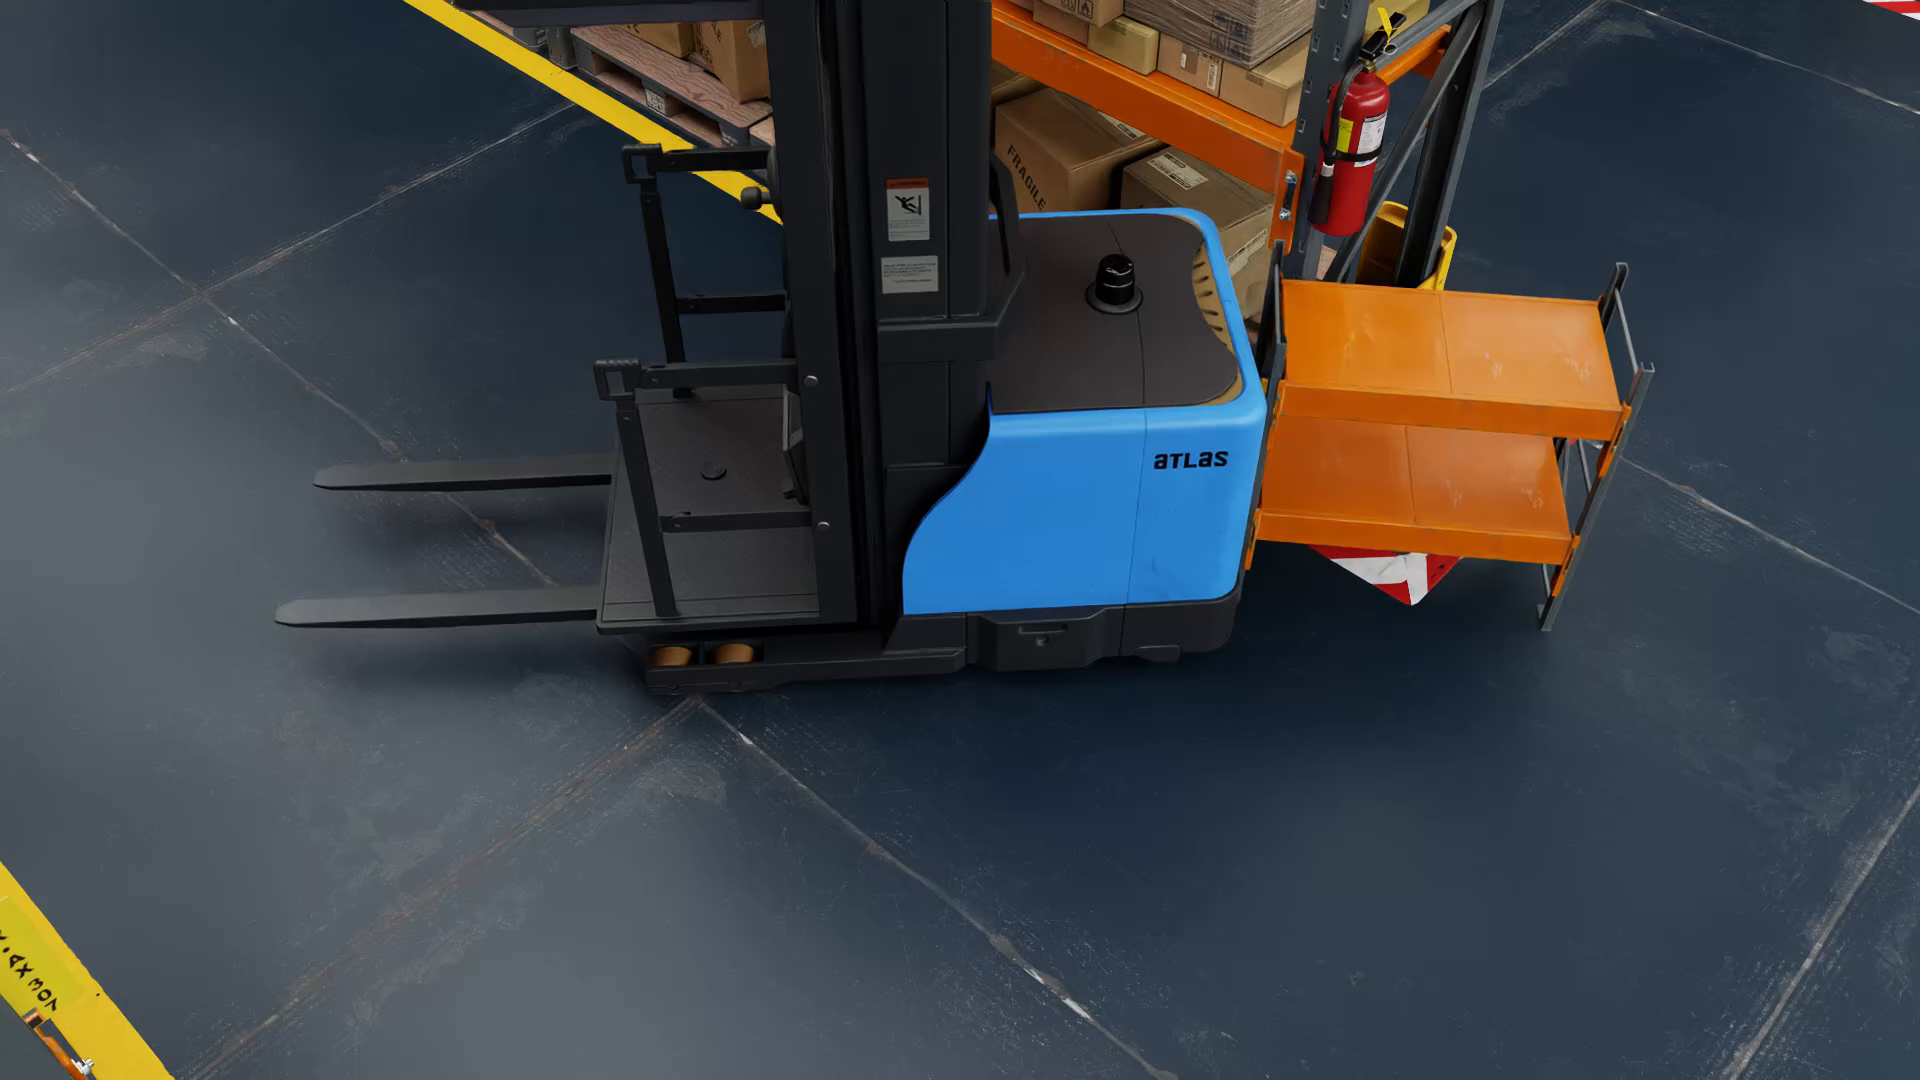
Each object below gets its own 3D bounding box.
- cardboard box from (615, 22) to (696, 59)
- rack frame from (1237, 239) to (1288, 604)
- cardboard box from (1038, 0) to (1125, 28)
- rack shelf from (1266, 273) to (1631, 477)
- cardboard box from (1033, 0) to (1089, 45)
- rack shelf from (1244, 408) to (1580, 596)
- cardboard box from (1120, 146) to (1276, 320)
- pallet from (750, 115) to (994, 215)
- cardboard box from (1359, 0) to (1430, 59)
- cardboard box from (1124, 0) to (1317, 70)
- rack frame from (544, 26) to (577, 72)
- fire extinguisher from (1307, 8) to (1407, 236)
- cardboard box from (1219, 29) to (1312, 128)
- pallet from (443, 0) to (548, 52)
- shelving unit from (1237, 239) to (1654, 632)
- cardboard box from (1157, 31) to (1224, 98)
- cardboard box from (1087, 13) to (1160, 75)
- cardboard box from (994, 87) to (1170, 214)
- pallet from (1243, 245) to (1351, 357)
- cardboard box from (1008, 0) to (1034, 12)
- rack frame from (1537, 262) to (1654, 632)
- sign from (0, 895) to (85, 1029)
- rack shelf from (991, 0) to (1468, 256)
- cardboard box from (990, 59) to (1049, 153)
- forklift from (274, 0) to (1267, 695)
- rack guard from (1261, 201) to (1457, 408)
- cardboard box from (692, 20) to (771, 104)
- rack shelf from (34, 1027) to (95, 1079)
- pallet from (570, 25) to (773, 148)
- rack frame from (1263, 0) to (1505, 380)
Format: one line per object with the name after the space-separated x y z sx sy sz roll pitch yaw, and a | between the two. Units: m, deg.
-1.285 -2.592 7.552 0.500 0.500 0.500 32 55 27 | cardboard box
0.945 -0.352 5.309 0.032 1.125 0.500 5 47 5 | rack frame
0.553 -2.151 5.439 0.500 0.500 0.875 34 55 28 | cardboard box
1.450 -0.509 5.055 1.000 0.278 0.538 5 47 5 | rack shelf
0.463 -1.841 5.594 0.250 0.149 0.380 34 55 28 | cardboard box
1.450 -0.142 5.447 1.000 0.278 0.538 5 47 5 | rack shelf
0.940 -1.151 6.200 0.500 0.500 0.500 -28 53 -24 | cardboard box
-0.134 -1.652 7.156 1.213 0.211 1.003 34 55 28 | pallet
1.339 -1.728 5.487 0.250 0.149 0.380 34 55 28 | cardboard box
1.002 -1.968 5.267 0.500 0.500 0.875 34 55 28 | cardboard box
-1.552 -3.523 7.000 0.127 3.000 1.000 34 55 28 | rack frame
1.159 -1.215 4.886 0.183 0.674 0.296 34 55 28 | fire extinguisher
1.038 -1.489 5.263 0.250 0.149 0.380 34 55 28 | cardboard box
-2.125 -2.952 8.377 1.213 0.211 1.003 34 55 28 | pallet
1.450 -0.309 5.269 1.048 1.125 0.538 5 47 5 | shelving unit
0.854 -1.613 5.380 0.250 0.149 0.380 34 55 28 | cardboard box
0.636 -1.709 5.470 0.250 0.149 0.380 34 55 28 | cardboard box
0.477 -1.428 6.460 0.500 0.500 0.500 -25 52 -21 | cardboard box
0.758 -1.049 6.590 1.213 0.211 1.003 34 55 28 | pallet
0.307 -1.987 5.730 0.250 0.149 0.380 34 55 28 | cardboard box
1.955 -0.266 5.228 0.032 1.125 0.500 5 47 5 | rack frame
-1.596 0.721 2.826 0.005 0.325 0.100 34 55 28 | sign
-0.083 -2.288 6.334 4.000 0.370 1.077 34 55 28 | rack shelf
0.030 -1.748 6.760 0.500 0.500 0.500 -33 55 -27 | cardboard box
-0.660 -0.910 4.594 3.031 2.935 1.130 -3 47 -3 | forklift
1.331 -0.727 6.090 0.348 0.500 1.175 34 55 28 | rack guard
-0.859 -2.313 7.290 0.500 0.500 0.500 -22 51 -19 | cardboard box
-3.442 0.366 3.843 4.000 0.370 1.077 34 55 28 | rack shelf
-1.035 -2.255 7.723 1.213 0.211 1.003 34 55 28 | pallet
1.387 -1.545 5.143 0.127 3.000 1.000 34 55 28 | rack frame
